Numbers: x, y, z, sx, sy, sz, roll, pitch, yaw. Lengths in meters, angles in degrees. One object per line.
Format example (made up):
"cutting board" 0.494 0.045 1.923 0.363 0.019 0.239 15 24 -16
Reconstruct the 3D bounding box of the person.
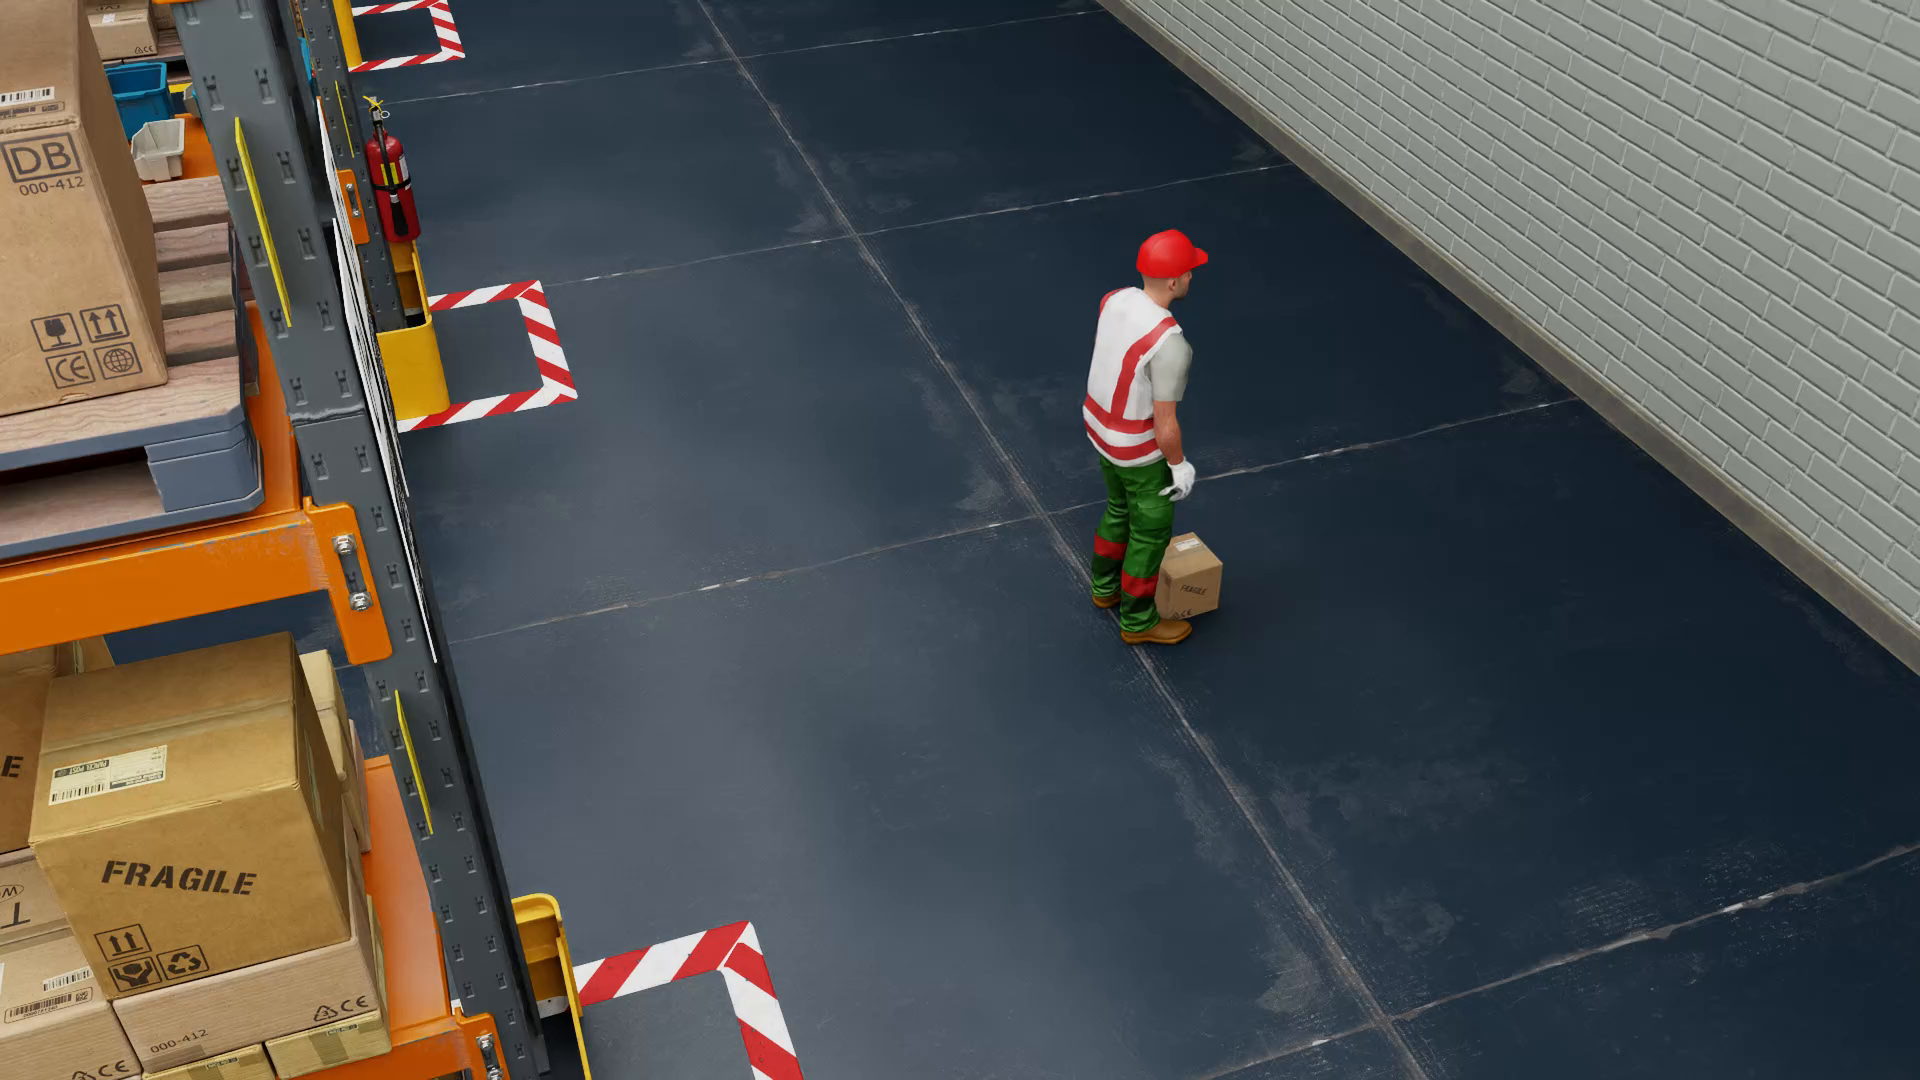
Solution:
"person" 0.732 -0.407 6.670 0.445 1.781 0.622 -14 40 -18
